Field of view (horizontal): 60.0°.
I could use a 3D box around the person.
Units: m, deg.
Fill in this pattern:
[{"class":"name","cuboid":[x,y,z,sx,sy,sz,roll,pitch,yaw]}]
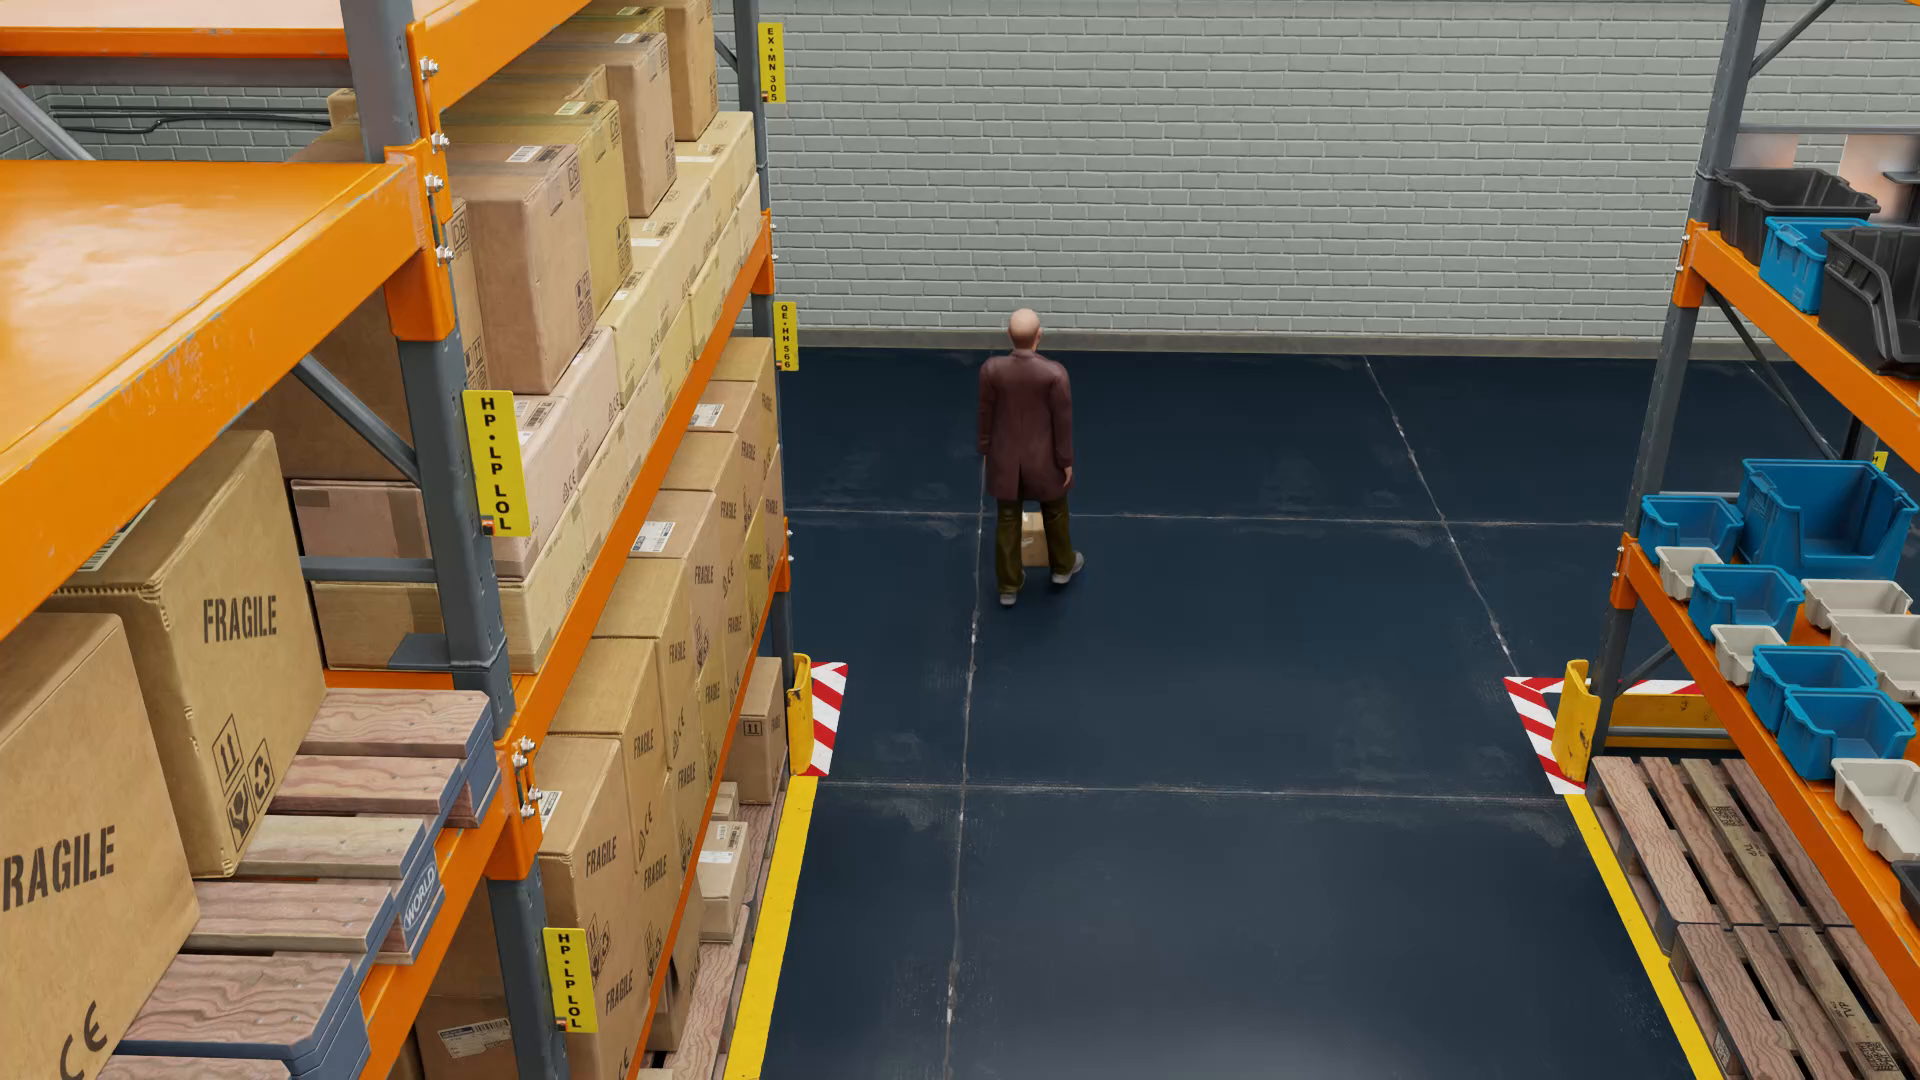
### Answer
[{"class":"person","cuboid":[0.410,-0.536,9.636,0.599,1.776,0.650,6,28,11]}]
